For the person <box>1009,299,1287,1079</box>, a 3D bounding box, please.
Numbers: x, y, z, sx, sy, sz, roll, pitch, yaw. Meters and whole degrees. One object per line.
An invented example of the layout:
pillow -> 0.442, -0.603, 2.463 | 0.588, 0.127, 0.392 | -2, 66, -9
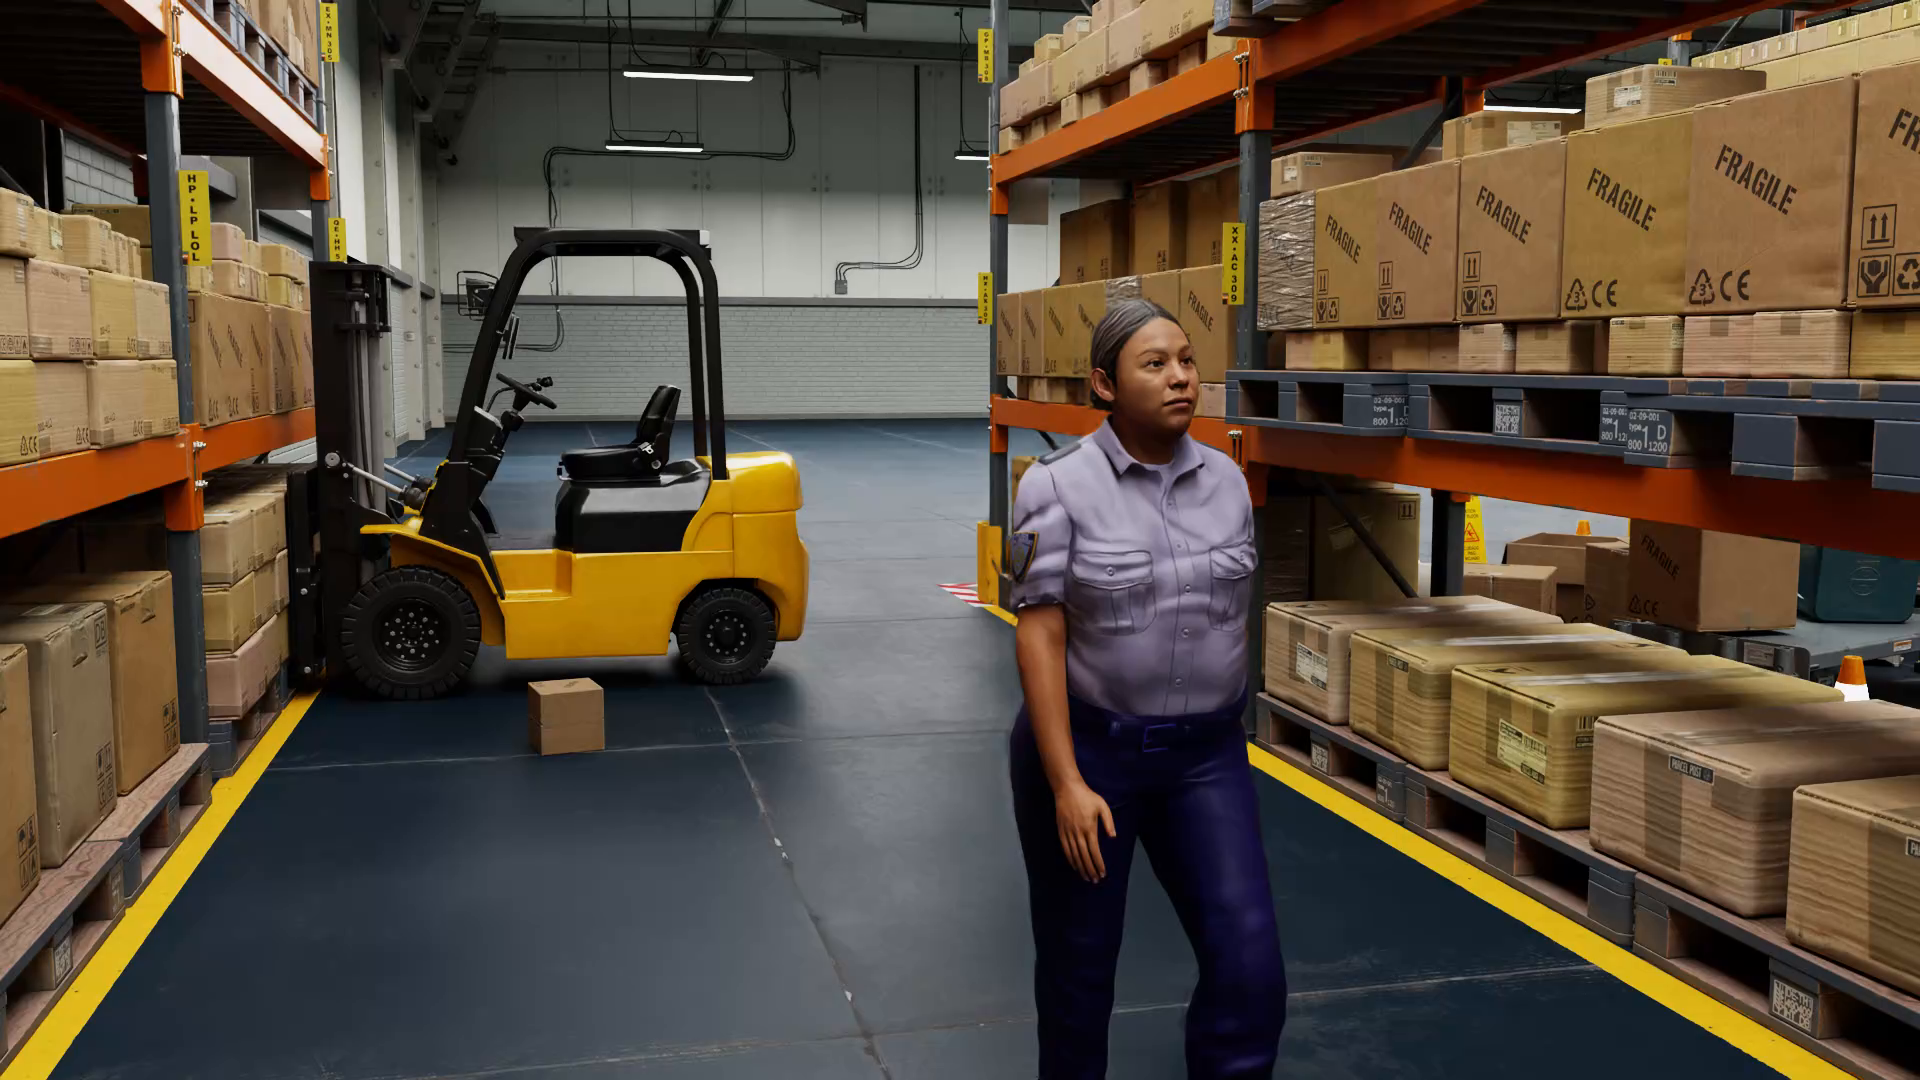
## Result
person -> 0.308, 0.450, 2.906 | 0.485, 1.723, 0.565 | -2, 6, -15
